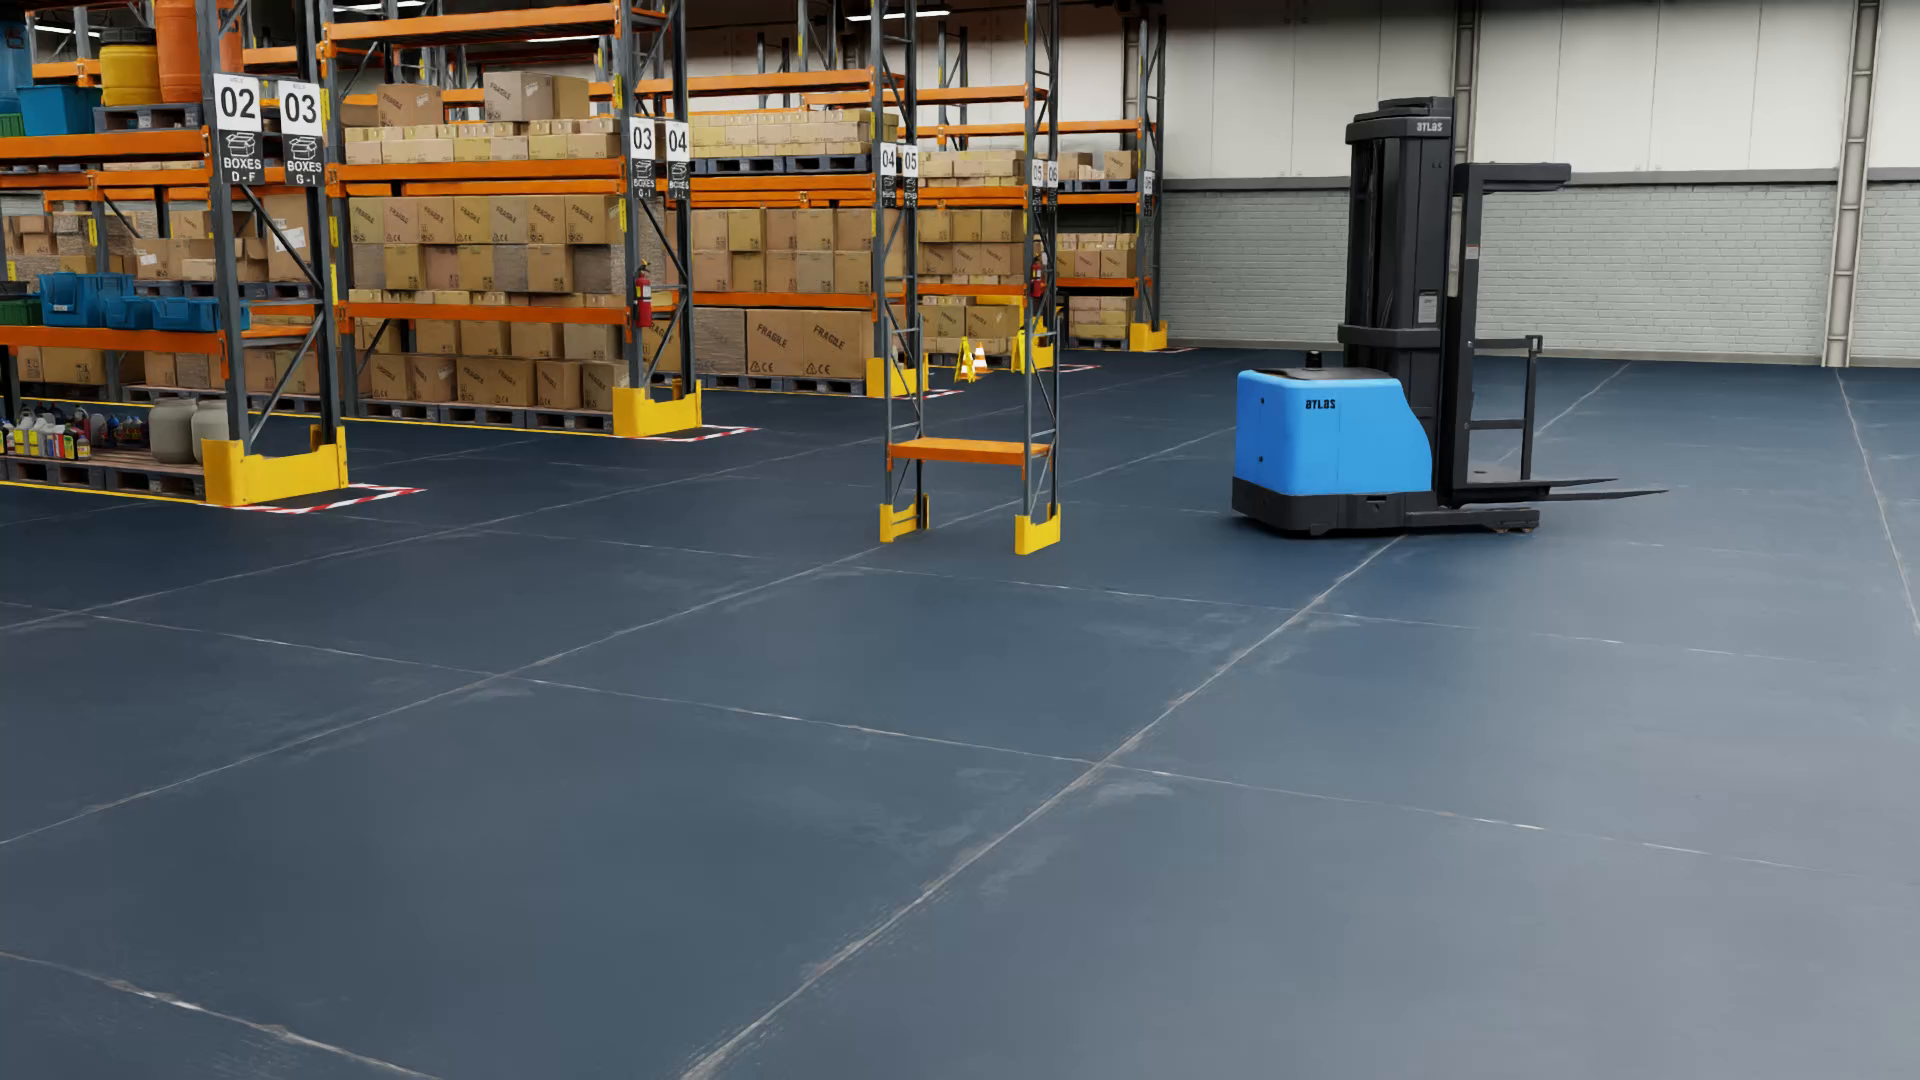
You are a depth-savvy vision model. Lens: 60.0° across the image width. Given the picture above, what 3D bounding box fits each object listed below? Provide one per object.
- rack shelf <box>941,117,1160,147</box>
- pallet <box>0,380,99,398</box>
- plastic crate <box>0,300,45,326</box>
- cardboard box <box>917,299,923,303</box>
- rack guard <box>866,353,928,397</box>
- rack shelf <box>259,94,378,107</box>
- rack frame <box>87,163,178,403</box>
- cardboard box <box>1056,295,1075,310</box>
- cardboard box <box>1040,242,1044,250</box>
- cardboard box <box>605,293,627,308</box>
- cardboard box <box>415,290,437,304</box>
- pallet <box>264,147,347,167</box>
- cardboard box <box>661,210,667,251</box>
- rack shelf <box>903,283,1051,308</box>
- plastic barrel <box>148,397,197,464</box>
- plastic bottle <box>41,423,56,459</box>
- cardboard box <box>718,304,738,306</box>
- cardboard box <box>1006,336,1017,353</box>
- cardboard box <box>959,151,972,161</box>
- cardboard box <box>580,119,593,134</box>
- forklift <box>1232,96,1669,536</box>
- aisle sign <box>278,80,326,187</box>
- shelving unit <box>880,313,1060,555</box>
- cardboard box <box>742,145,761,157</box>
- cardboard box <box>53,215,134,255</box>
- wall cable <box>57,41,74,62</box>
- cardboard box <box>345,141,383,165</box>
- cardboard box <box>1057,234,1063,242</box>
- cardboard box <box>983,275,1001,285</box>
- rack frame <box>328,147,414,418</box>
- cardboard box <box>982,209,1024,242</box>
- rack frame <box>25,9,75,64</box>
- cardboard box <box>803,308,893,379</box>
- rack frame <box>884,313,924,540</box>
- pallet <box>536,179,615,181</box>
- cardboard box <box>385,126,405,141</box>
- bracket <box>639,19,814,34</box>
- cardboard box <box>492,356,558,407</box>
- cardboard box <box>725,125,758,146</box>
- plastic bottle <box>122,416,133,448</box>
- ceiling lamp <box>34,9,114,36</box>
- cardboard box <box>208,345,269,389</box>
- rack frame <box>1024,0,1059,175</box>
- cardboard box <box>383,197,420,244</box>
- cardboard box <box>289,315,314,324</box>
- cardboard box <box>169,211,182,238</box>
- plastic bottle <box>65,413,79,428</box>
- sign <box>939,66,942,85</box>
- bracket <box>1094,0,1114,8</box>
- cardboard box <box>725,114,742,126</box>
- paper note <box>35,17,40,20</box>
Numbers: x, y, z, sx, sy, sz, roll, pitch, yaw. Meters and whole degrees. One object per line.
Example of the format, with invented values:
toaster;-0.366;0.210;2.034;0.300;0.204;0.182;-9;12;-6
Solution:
rack shelf;1.661;-7.562;30.887;4.000;0.370;1.077;5;11;26
pallet;-12.062;-2.056;21.997;1.213;0.211;1.003;5;11;26
plastic crate;-7.810;-1.895;13.873;0.662;0.188;0.450;5;11;26
cardboard box;-0.606;-4.396;32.584;0.625;0.625;0.875;6;12;28
rack guard;-0.817;-2.179;21.869;0.348;0.500;1.175;5;11;26
rack shelf;-9.806;-6.601;25.576;4.000;0.370;1.077;5;11;26
rack frame;-10.298;-3.258;20.807;0.127;3.000;1.000;5;11;26
cardboard box;1.986;-4.413;30.922;0.500;0.250;0.500;5;11;27
cardboard box;1.674;-5.485;31.013;0.250;0.149;0.380;5;11;25
cardboard box;-3.471;-2.493;17.288;0.250;0.149;0.380;5;11;26
cardboard box;-5.762;-2.672;18.278;0.250;0.149;0.380;5;11;26
pallet;-7.217;-4.392;19.178;1.003;0.211;1.213;5;11;26
cardboard box;-4.110;-4.297;23.098;0.550;0.550;0.875;5;11;26
rack shelf;-0.532;-4.014;27.004;4.000;0.370;1.077;5;11;26
plastic barrel;-6.389;-0.898;13.575;0.421;0.512;0.421;0;10;0
plastic bottle;-7.494;-0.822;13.764;0.135;0.276;0.152;5;11;24
cardboard box;-4.639;-4.650;34.341;0.500;0.500;0.500;5;11;25
cardboard box;0.660;-3.171;26.872;0.500;0.250;0.500;5;11;25
cardboard box;0.171;-6.006;26.037;0.250;0.149;0.380;5;11;26
cardboard box;-3.692;-4.237;17.097;0.250;0.149;0.380;5;11;24
forklift;3.547;-1.580;11.730;3.031;2.935;1.130;-2;10;-12
aisle sign;-5.121;-3.157;12.949;0.004;0.787;0.394;5;11;26
shelving unit;0.068;-0.732;11.063;1.083;1.500;0.587;5;11;26
cardboard box;-2.654;-5.112;21.876;0.250;0.149;0.380;5;11;27
cardboard box;-10.946;-3.861;21.041;0.637;0.503;0.797;5;12;28
wall cable;-17.978;-8.946;35.391;0.029;3.000;2.355;5;11;26
cardboard box;-6.420;-4.268;18.390;0.500;0.250;0.500;5;11;24
cardboard box;1.851;-5.597;30.795;0.250;0.149;0.380;5;12;27
cardboard box;0.555;-4.084;26.078;0.250;0.149;0.380;5;11;25
rack frame;-6.711;-2.942;19.065;0.127;3.000;1.000;5;11;26
cardboard box;0.707;-4.903;25.974;0.500;0.500;0.700;5;11;24
rack frame;-15.187;-7.624;28.089;0.127;3.000;1.000;5;11;26
cardboard box;-1.476;-2.615;22.045;0.875;0.875;0.875;5;11;26
rack frame;-0.379;-0.771;11.281;0.032;1.500;0.500;5;11;26
pallet;-5.269;-5.173;23.504;1.217;0.209;0.805;5;11;24
cardboard box;-6.052;-4.431;18.169;0.250;0.149;0.380;5;11;26
bracket;-4.992;-10.577;34.296;4.783;0.066;0.076;5;11;26
cardboard box;-4.780;-1.750;18.315;0.500;0.500;0.500;6;12;31
cardboard box;-2.751;-5.329;21.954;0.500;0.250;0.500;5;11;26
plastic bottle;-7.200;-0.938;14.414;0.097;0.271;0.097;0;10;0
ceiling lamp;-16.567;-11.119;31.010;0.800;3.185;2.000;5;11;26
cardboard box;-8.674;-2.109;20.245;0.500;0.500;0.700;6;12;31
rack frame;1.261;-7.162;25.535;0.127;3.000;1.000;5;11;26
cardboard box;-5.971;-3.515;18.304;0.500;0.500;0.500;5;11;26
cardboard box;-10.120;-3.520;25.989;0.500;0.250;0.500;6;12;28
cardboard box;-12.607;-5.078;26.943;0.500;0.500;0.500;5;11;24
plastic bottle;-7.758;-0.968;14.546;0.133;0.283;0.061;5;11;26
sign;-0.362;-8.681;31.084;0.005;0.325;0.100;5;11;26
bracket;2.699;-9.901;30.562;0.430;0.232;0.235;5;11;26
cardboard box;-2.885;-5.524;21.915;0.250;0.149;0.380;5;11;26
paper note;-15.163;-8.571;27.337;0.123;0.032;0.001;5;11;26
